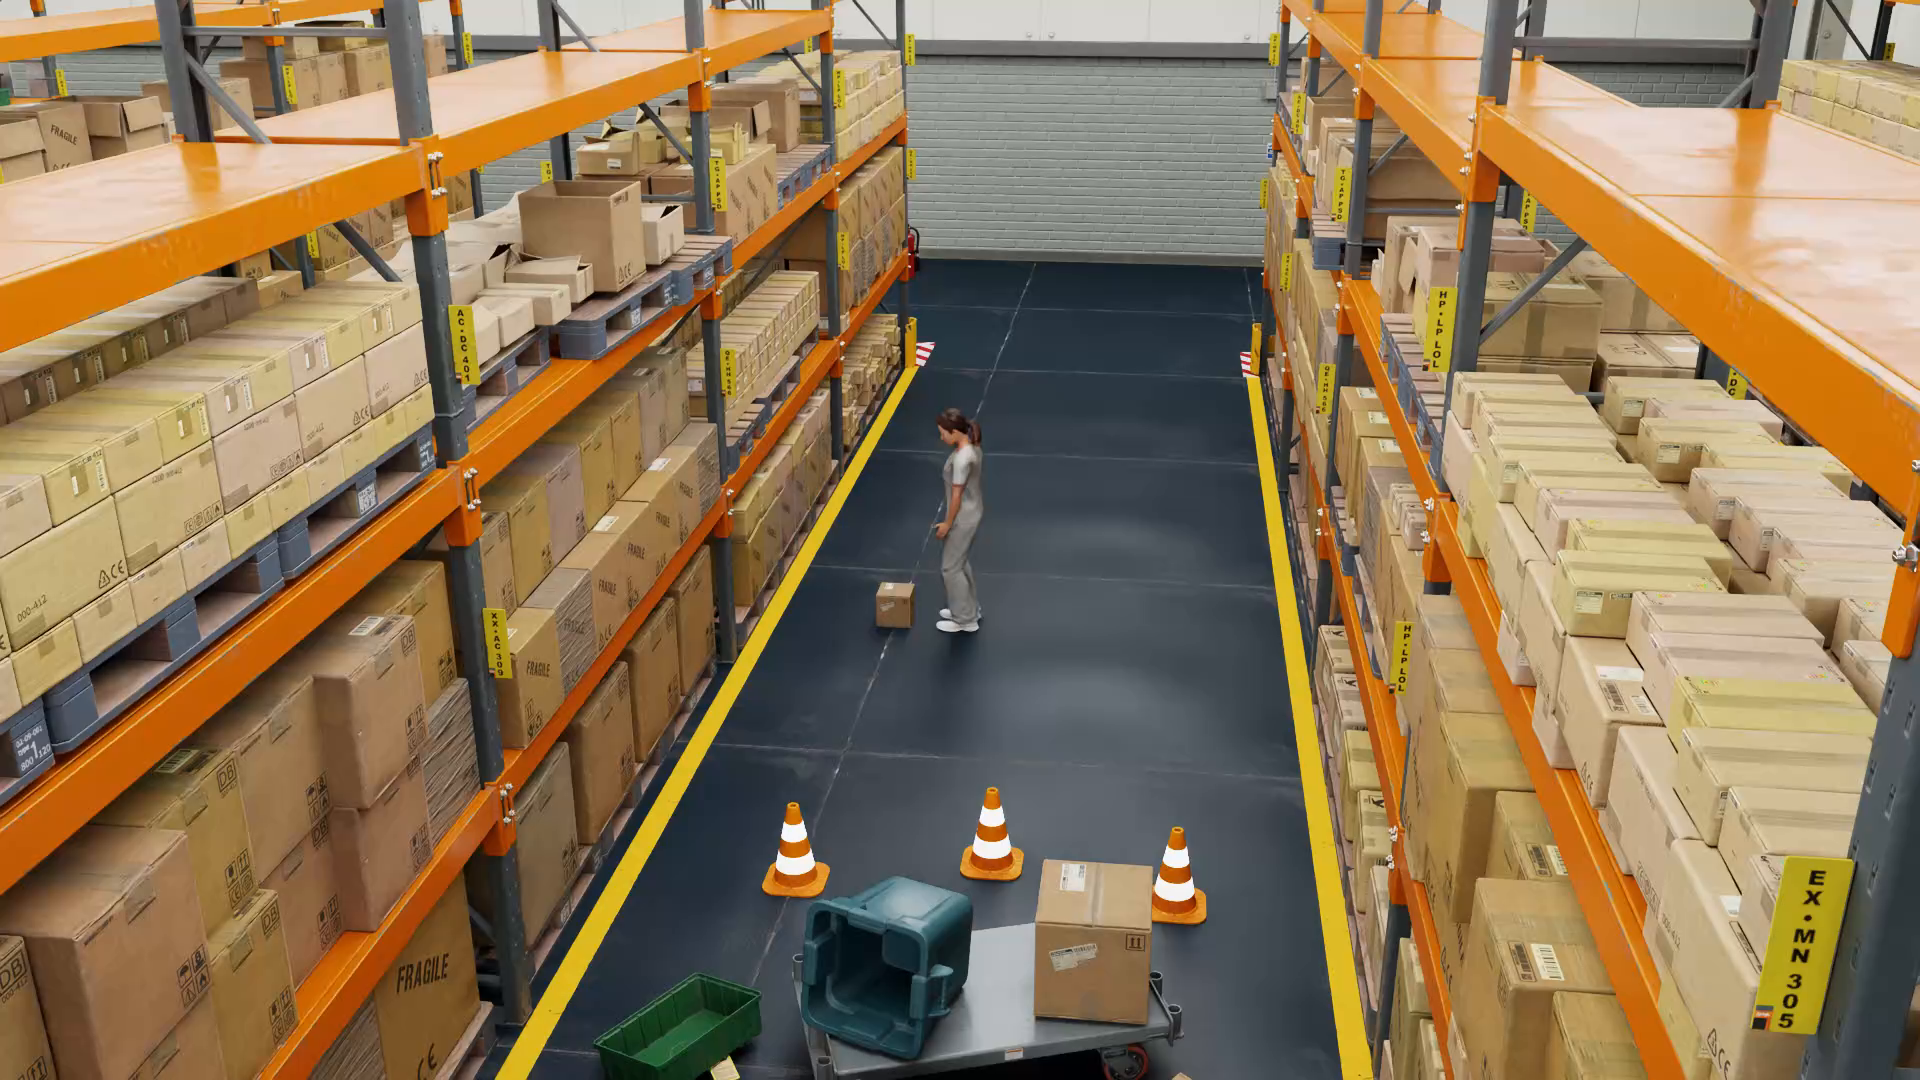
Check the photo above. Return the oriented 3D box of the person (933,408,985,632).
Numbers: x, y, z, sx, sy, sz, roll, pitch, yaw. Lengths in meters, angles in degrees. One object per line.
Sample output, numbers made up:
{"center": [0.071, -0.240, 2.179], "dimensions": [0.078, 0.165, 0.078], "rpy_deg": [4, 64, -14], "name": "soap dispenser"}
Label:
{"center": [0.004, -0.143, 11.891], "dimensions": [0.352, 1.658, 0.451], "rpy_deg": [3, 21, 8], "name": "person"}
